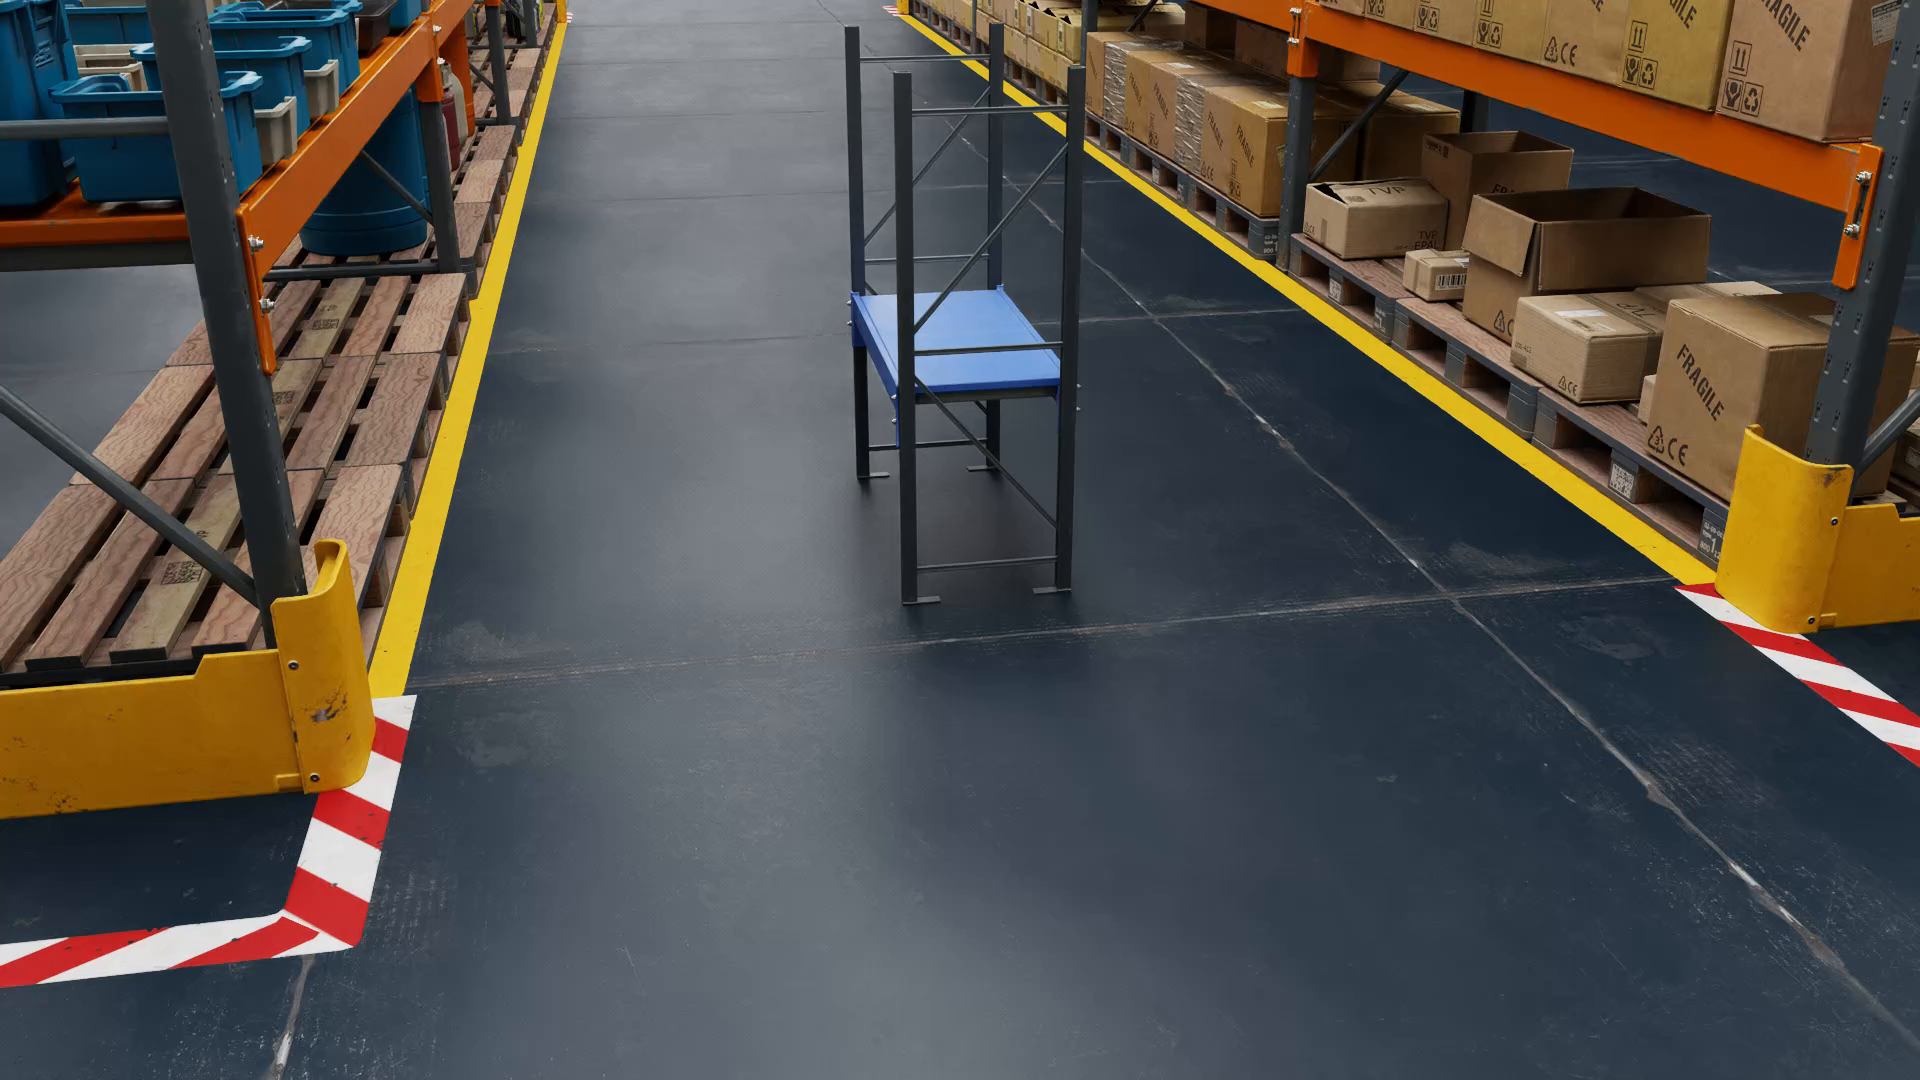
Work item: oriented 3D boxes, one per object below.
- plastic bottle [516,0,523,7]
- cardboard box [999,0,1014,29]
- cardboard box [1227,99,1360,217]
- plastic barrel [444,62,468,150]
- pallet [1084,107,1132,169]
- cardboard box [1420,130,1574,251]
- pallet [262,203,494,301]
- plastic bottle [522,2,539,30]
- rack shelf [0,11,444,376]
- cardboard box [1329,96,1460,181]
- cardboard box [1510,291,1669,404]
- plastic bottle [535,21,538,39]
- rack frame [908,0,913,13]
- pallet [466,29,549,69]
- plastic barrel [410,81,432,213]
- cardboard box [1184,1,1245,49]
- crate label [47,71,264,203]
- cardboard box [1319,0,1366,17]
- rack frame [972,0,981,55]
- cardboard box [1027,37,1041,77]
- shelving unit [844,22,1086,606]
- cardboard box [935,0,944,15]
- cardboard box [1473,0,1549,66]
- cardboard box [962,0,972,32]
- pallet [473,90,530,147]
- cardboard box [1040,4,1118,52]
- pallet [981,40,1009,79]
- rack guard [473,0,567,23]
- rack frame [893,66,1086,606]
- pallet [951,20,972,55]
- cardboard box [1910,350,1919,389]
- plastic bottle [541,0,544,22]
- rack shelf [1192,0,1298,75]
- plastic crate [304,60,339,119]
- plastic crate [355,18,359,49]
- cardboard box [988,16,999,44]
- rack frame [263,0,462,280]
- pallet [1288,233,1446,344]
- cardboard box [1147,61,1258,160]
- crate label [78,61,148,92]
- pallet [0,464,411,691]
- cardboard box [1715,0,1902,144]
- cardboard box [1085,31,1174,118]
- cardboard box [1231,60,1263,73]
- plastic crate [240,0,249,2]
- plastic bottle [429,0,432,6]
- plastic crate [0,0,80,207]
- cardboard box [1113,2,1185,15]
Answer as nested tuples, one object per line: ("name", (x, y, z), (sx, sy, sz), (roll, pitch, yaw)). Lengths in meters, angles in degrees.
("plastic bottle", (-4.249, -5.065, 15.953), (0.152, 0.276, 0.135), (-4, 24, -10))
("cardboard box", (0.631, -4.515, 14.051), (0.500, 0.311, 0.500), (-5, 24, -11))
("cardboard box", (1.722, -1.990, 8.632), (0.500, 0.500, 0.500), (-4, 24, -10))
("plastic barrel", (-3.214, -2.615, 10.074), (0.421, 0.512, 0.421), (0, 24, 0))
("pallet", (1.456, -2.760, 11.306), (1.003, 0.211, 1.213), (-4, 24, -10))
("cardboard box", (2.479, -1.614, 7.772), (0.500, 0.500, 0.500), (-4, 24, -10))
("pallet", (-2.876, -1.425, 8.248), (1.003, 0.211, 1.213), (-4, 24, -10))
("plastic bottle", (-3.995, -4.879, 15.433), (0.144, 0.351, 0.185), (-4, 24, -8))
("rack shelf", (-2.404, -1.280, 5.331), (1.077, 0.370, 4.000), (-4, 24, -10))
("cardboard box", (2.245, -2.026, 8.714), (0.500, 0.500, 0.500), (-5, 24, -12))
("cardboard box", (2.345, -0.701, 5.993), (0.500, 0.250, 0.500), (-4, 24, -10))
("plastic bottle", (-3.900, -4.660, 15.118), (0.097, 0.201, 0.097), (0, 24, 0))
("rack frame", (-0.124, -7.481, 18.632), (1.000, 3.000, 0.127), (-4, 24, -10))
("pallet", (-4.337, -4.532, 15.363), (1.003, 0.211, 1.213), (-4, 24, -10))
("plastic barrel", (-2.989, -2.121, 8.455), (0.600, 0.901, 0.708), (-4, 24, -10))
("cardboard box", (1.773, -3.362, 10.836), (0.500, 0.250, 0.500), (-3, 24, -8))
("crate label", (-1.756, -0.895, 3.686), (0.416, 0.233, 0.303), (-4, 24, -10))
("cardboard box", (1.921, -2.586, 7.299), (0.500, 0.500, 0.500), (-4, 24, -8))
("rack frame", (0.615, -5.908, 15.029), (1.000, 3.000, 0.127), (-4, 24, -10))
("cardboard box", (0.829, -3.856, 13.243), (0.500, 0.250, 0.500), (-4, 24, -9))
("shelving unit", (-0.016, -0.721, 5.027), (0.538, 1.500, 1.048), (-4, 24, -10))
("cardboard box", (0.032, -5.596, 17.226), (0.500, 0.250, 0.500), (-4, 24, -10))
("cardboard box", (2.205, -1.988, 5.930), (0.500, 0.500, 0.500), (-5, 24, -10))
("cardboard box", (0.315, -5.006, 15.876), (0.500, 0.250, 0.500), (-4, 24, -10))
("pallet", (-3.619, -2.999, 11.853), (1.003, 0.211, 1.213), (-4, 24, -10))
("cardboard box", (0.914, -3.916, 12.678), (0.500, 0.311, 0.500), (-5, 24, -11))
("pallet", (0.790, -4.343, 14.930), (1.003, 0.211, 1.213), (-4, 24, -10))
("rack guard", (-4.933, -5.944, 18.235), (1.175, 0.500, 0.348), (-4, 24, -10))
("rack frame", (0.078, -0.521, 4.569), (0.500, 1.500, 0.032), (-4, 24, -10))
("pallet", (0.509, -4.946, 16.311), (1.003, 0.211, 1.213), (-4, 24, -10))
("cardboard box", (2.920, -0.561, 5.672), (0.500, 0.250, 0.500), (-4, 24, -10))
("plastic bottle", (-4.177, -5.224, 16.316), (0.152, 0.276, 0.135), (-5, 24, -11))
("rack shelf", (1.725, -3.218, 9.770), (1.077, 0.370, 4.000), (-4, 24, -10))
("plastic crate", (-1.860, -1.250, 4.619), (0.250, 0.136, 0.298), (-4, 24, -10))
("plastic crate", (-2.157, -1.640, 5.512), (0.293, 0.136, 0.466), (-4, 24, -10))
("cardboard box", (0.540, -4.462, 14.630), (0.500, 0.250, 0.500), (-4, 24, -8))
("rack frame", (-2.774, -2.396, 6.988), (1.000, 3.000, 0.127), (-4, 24, -10))
("pallet", (2.221, -1.213, 7.764), (1.003, 0.211, 1.213), (-4, 24, -10))
("cardboard box", (1.450, -2.582, 9.988), (0.500, 0.500, 0.500), (-5, 24, -12))
("crate label", (-2.478, -1.260, 4.641), (0.396, 0.136, 0.243), (-4, 24, -10))
("pallet", (-2.149, 0.128, 4.693), (1.003, 0.211, 1.213), (-4, 24, -10))
("cardboard box", (2.484, -1.390, 4.559), (0.500, 0.500, 0.500), (-4, 24, -8))
("cardboard box", (1.158, -3.190, 11.381), (0.500, 0.500, 0.500), (-3, 24, -7))
("cardboard box", (1.957, -2.631, 10.099), (0.500, 0.500, 0.500), (-5, 24, -12))
("plastic crate", (-2.855, -2.083, 6.117), (0.402, 0.464, 0.583), (-4, 24, -10))
("plastic bottle", (-2.447, -2.571, 7.534), (0.061, 0.283, 0.133), (-4, 24, -10))
("plastic crate", (-2.280, -0.984, 3.637), (0.616, 0.435, 0.499), (-4, 24, -10))
("cardboard box", (1.441, -3.958, 12.774), (0.500, 0.311, 0.500), (-5, 24, -11))
